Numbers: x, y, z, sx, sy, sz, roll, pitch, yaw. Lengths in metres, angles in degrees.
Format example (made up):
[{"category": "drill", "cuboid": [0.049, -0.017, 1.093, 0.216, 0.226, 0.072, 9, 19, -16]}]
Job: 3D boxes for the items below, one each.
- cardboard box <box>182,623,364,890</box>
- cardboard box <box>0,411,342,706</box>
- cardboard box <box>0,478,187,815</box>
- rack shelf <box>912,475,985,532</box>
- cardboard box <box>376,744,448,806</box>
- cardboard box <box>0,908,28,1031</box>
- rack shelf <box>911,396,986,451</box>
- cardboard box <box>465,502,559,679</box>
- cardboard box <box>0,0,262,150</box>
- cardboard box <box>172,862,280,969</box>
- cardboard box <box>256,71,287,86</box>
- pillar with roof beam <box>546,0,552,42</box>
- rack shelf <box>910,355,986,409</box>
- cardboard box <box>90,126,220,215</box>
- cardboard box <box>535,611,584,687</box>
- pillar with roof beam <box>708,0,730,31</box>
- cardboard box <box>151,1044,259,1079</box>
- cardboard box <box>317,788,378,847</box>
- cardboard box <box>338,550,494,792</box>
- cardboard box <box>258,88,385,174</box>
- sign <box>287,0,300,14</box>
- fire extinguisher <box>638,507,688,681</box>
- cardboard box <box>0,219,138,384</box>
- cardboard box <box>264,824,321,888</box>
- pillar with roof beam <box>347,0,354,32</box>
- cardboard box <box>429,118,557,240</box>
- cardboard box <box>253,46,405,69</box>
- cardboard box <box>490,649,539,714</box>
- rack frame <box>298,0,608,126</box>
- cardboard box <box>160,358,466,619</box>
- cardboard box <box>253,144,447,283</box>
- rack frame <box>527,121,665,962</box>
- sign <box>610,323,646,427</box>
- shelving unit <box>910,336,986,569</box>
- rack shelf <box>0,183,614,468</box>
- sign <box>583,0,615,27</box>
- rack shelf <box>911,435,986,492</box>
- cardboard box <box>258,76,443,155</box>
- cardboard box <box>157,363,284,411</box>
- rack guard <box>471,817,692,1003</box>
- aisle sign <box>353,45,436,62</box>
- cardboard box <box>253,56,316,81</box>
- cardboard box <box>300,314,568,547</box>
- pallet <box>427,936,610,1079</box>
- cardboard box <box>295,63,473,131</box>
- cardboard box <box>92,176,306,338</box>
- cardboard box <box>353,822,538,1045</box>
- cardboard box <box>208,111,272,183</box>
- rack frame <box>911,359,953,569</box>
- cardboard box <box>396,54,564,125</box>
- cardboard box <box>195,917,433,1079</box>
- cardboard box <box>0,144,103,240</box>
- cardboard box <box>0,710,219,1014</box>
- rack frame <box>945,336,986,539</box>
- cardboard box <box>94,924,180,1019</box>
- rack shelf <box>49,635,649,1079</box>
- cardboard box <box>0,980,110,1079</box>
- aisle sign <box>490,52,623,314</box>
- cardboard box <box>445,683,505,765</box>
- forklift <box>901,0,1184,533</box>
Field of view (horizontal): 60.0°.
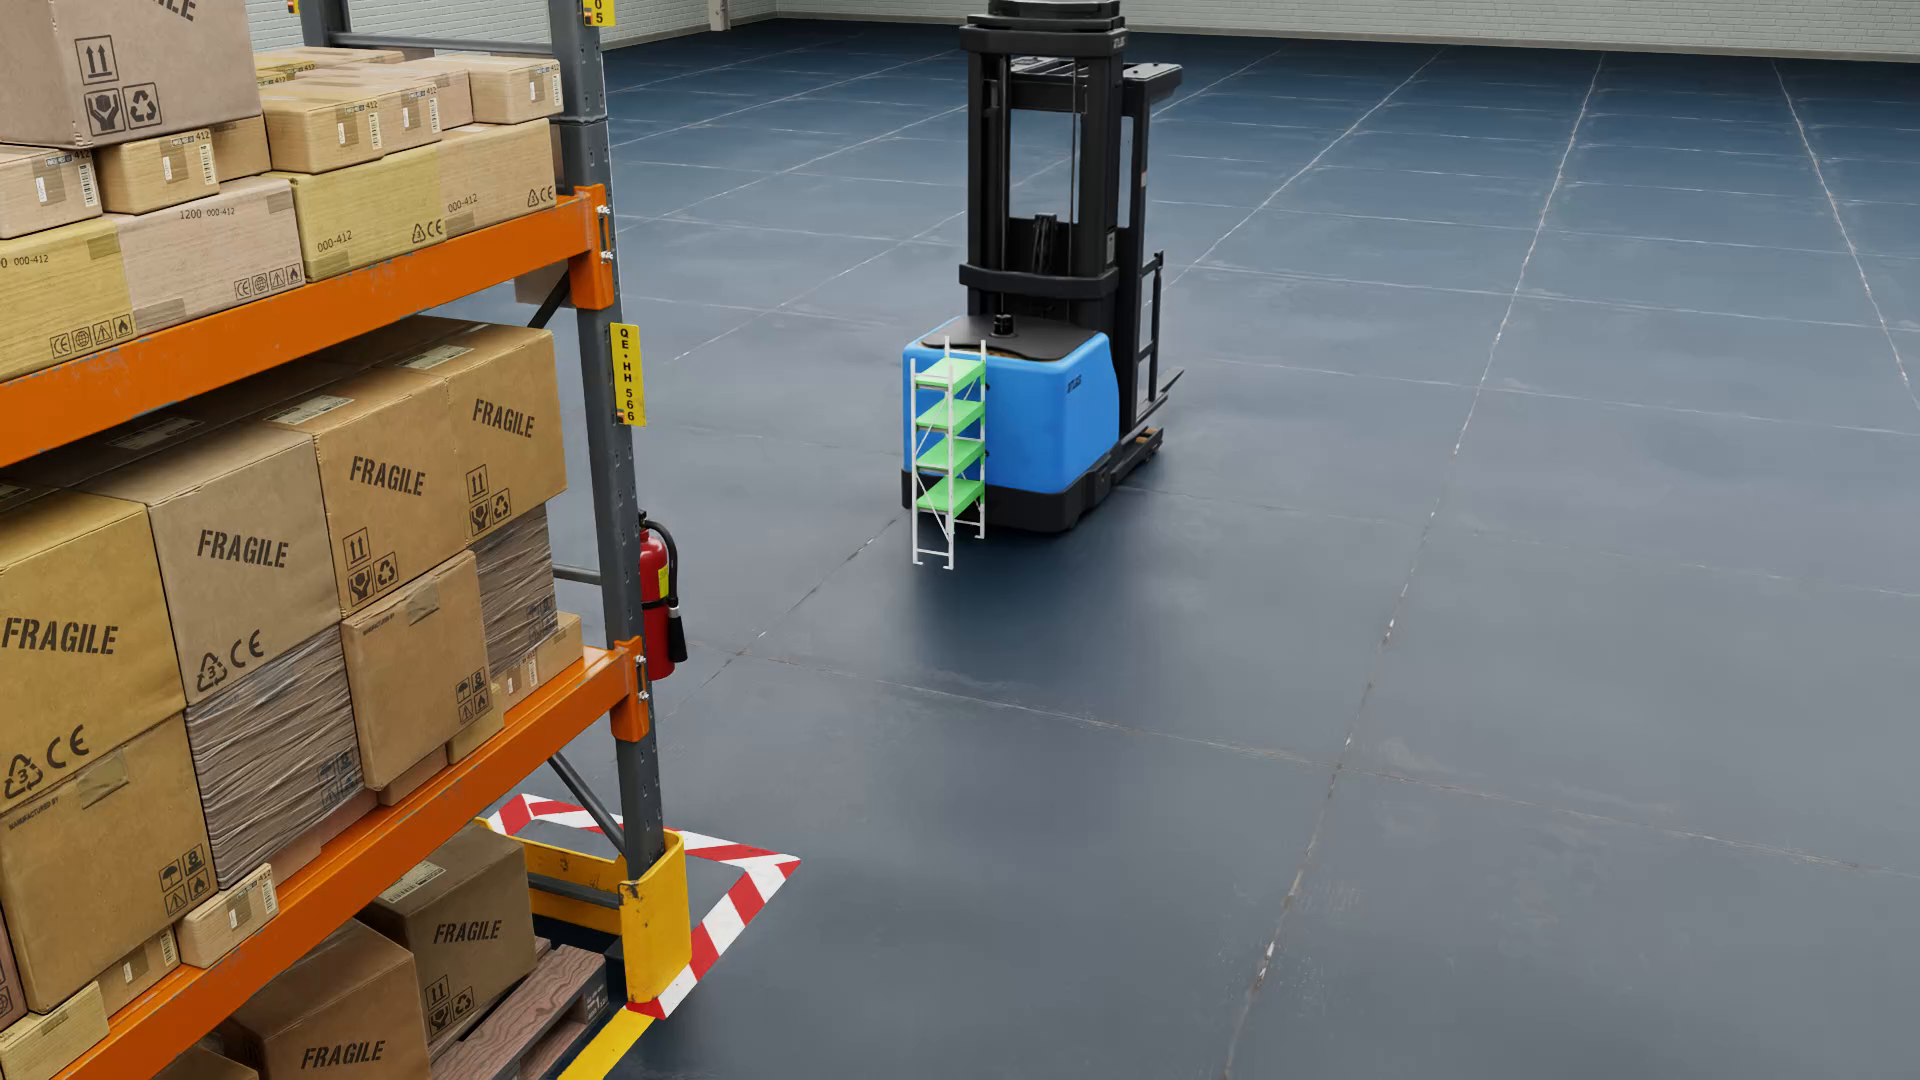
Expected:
[{"category": "cardboard box", "cuboid": [-2.070, 0.459, 4.243, 0.875, 0.500, 0.500, 9, 24, 20]}, {"category": "cardboard box", "cuboid": [-1.883, 0.027, 3.981, 0.500, 0.500, 0.500, 9, 24, 20]}, {"category": "cardboard box", "cuboid": [-2.077, 0.204, 3.556, 0.500, 0.500, 0.500, 9, 24, 20]}, {"category": "rack shelf", "cuboid": [-0.061, -0.214, 9.494, 0.258, 0.148, 0.480, 9, 24, 20]}, {"category": "cardboard box", "cuboid": [-1.700, 0.602, 4.743, 0.380, 0.149, 0.250, 9, 24, 20]}, {"category": "cardboard box", "cuboid": [-2.491, 0.810, 3.405, 0.875, 0.500, 0.500, 9, 24, 20]}, {"category": "rack shelf", "cuboid": [-0.061, -0.657, 9.309, 0.258, 0.148, 0.480, 9, 24, 20]}, {"category": "cardboard box", "cuboid": [-1.770, 0.090, 5.126, 0.875, 0.500, 0.500, 9, 24, 20]}, {"category": "cardboard box", "cuboid": [-1.881, -1.126, 3.499, 0.500, 0.500, 0.500, 9, 24, 20]}, {"category": "cardboard box", "cuboid": [-1.914, 0.880, 4.077, 0.380, 0.149, 0.250, 9, 24, 20]}, {"category": "cardboard box", "cuboid": [-2.023, -1.166, 4.434, 0.380, 0.149, 0.250, 8, 24, 19]}, {"category": "pillar with roof beam", "cuboid": [-3.535, -12.667, 28.401, 9.100, 9.000, 0.400, 9, 24, 20]}, {"category": "rack shelf", "cuboid": [-0.062, -0.878, 9.217, 0.258, 0.148, 0.480, 9, 24, 20]}, {"category": "cardboard box", "cuboid": [-1.844, -0.809, 3.581, 0.380, 0.149, 0.250, 8, 24, 17]}, {"category": "cardboard box", "cuboid": [-1.454, 0.328, 5.398, 0.380, 0.149, 0.250, 9, 24, 20]}, {"category": "pillar with roof beam", "cuboid": [-1.306, -14.815, 33.541, 9.100, 9.000, 0.400, 9, 24, 20]}, {"category": "cardboard box", "cuboid": [-2.228, 1.702, 4.482, 0.500, 0.500, 0.500, 11, 25, 25]}, {"category": "cardboard box", "cuboid": [-1.831, 0.685, 4.543, 0.380, 0.149, 0.250, 9, 24, 20]}, {"category": "cardboard box", "cuboid": [-1.844, 0.287, 4.657, 0.875, 0.500, 0.500, 9, 24, 20]}, {"category": "cardboard box", "cuboid": [-1.630, -0.991, 4.016, 0.380, 0.149, 0.250, 9, 24, 20]}, {"category": "sign", "cuboid": [-2.044, -1.784, 5.104, 0.100, 0.325, 0.005, 9, 24, 20]}, {"category": "fire extinguisher", "cuboid": [-1.070, 0.142, 5.620, 0.296, 0.674, 0.183, 9, 24, 20]}, {"category": "cardboard box", "cuboid": [-2.046, -0.483, 3.318, 0.500, 0.250, 0.500, 8, 24, 19]}, {"category": "cardboard box", "cuboid": [-1.903, 0.778, 4.321, 0.380, 0.149, 0.250, 9, 24, 20]}, {"category": "pillar with roof beam", "cuboid": [-5.763, -10.520, 23.261, 9.100, 9.000, 0.400, 9, 24, 20]}, {"category": "cardboard box", "cuboid": [-1.483, -1.025, 4.615, 0.500, 0.250, 0.500, 9, 24, 21]}, {"category": "cardboard box", "cuboid": [-1.857, -1.352, 4.882, 0.380, 0.149, 0.250, 9, 24, 20]}, {"category": "cardboard box", "cuboid": [-1.548, 0.418, 5.184, 0.380, 0.149, 0.250, 9, 24, 20]}, {"category": "rack frame", "cuboid": [-1.540, -2.687, 4.508, 1.000, 3.000, 0.127, 9, 24, 20]}, {"category": "cardboard box", "cuboid": [-1.695, -0.152, 4.409, 0.500, 0.500, 0.500, 9, 24, 20]}, {"category": "cardboard box", "cuboid": [-1.666, -0.846, 4.186, 0.500, 0.250, 0.500, 9, 24, 20]}, {"category": "rack frame", "cuboid": [-1.540, 0.081, 5.664, 1.000, 3.000, 0.127, 9, 24, 20]}, {"category": "sign", "cuboid": [-1.032, -0.513, 5.173, 0.100, 0.325, 0.005, 9, 24, 20]}, {"category": "shelving unit", "cuboid": [-0.061, -0.494, 9.377, 0.258, 1.200, 0.503, 9, 24, 20]}, {"category": "rack shelf", "cuboid": [-2.283, -0.256, 3.512, 1.077, 0.370, 4.000, 9, 24, 20]}, {"category": "sign", "cuboid": [-1.032, -1.625, 4.708, 0.100, 0.325, 0.005, 9, 24, 20]}, {"category": "rack shelf", "cuboid": [-0.061, -0.435, 9.402, 0.258, 0.148, 0.480, 9, 24, 20]}, {"category": "cardboard box", "cuboid": [-1.559, -1.084, 4.239, 0.380, 0.149, 0.250, 8, 24, 18]}, {"category": "cardboard box", "cuboid": [-2.190, -0.228, 4.591, 0.500, 0.500, 0.500, 9, 24, 20]}, {"category": "rack guard", "cuboid": [-1.568, 1.262, 6.081, 1.175, 0.500, 0.348, 9, 24, 20]}, {"category": "aisle sign", "cuboid": [-1.796, -1.184, 5.319, 0.394, 0.787, 0.004, 9, 24, 20]}, {"category": "cardboard box", "cuboid": [-2.043, -1.274, 4.693, 0.380, 0.149, 0.250, 9, 24, 21]}, {"category": "cardboard box", "cuboid": [-1.515, -0.332, 4.839, 0.500, 0.500, 0.500, 9, 24, 20]}, {"category": "pallet", "cuboid": [-1.903, 1.680, 5.453, 1.003, 0.211, 1.213, 9, 24, 20]}, {"category": "cardboard box", "cuboid": [-1.559, -1.198, 4.511, 0.380, 0.149, 0.250, 8, 24, 18]}, {"category": "cardboard box", "cuboid": [-1.864, -0.664, 3.750, 0.500, 0.250, 0.500, 9, 24, 21]}, {"category": "cardboard box", "cuboid": [-1.788, 1.262, 5.536, 0.500, 0.500, 0.500, 14, 26, 30]}, {"category": "cardboard box", "cuboid": [-1.838, -0.920, 3.846, 0.380, 0.149, 0.250, 9, 24, 21]}, {"category": "rack frame", "cuboid": [-0.152, -0.407, 9.168, 0.240, 1.200, 0.015, 9, 24, 20]}, {"category": "cardboard box", "cuboid": [-1.354, -1.274, 4.694, 0.380, 0.149, 0.250, 9, 24, 20]}, {"category": "cardboard box", "cuboid": [-1.978, 1.480, 5.012, 0.500, 0.500, 0.500, 16, 28, 34]}, {"category": "cardboard box", "cuboid": [-1.989, -0.718, 3.363, 0.380, 0.149, 0.250, 7, 24, 17]}, {"category": "cardboard box", "cuboid": [-2.267, 0.637, 3.819, 0.875, 0.500, 0.500, 9, 24, 20]}, {"category": "rack frame", "cuboid": [0.029, -0.582, 9.586, 0.240, 1.200, 0.015, 9, 24, 20]}, {"category": "cardboard box", "cuboid": [-2.071, 0.960, 3.887, 0.380, 0.149, 0.250, 9, 24, 20]}, {"category": "rack shelf", "cuboid": [-2.283, 1.129, 4.090, 1.077, 0.370, 4.000, 9, 24, 20]}, {"category": "cardboard box", "cuboid": [-2.122, 1.056, 3.657, 0.380, 0.149, 0.250, 9, 24, 20]}, {"category": "aisle sign", "cuboid": [-1.239, -1.098, 5.114, 0.394, 0.787, 0.004, 9, 24, 20]}, {"category": "cardboard box", "cuboid": [-1.593, 0.515, 4.952, 0.380, 0.149, 0.250, 9, 24, 20]}, {"category": "forklift", "cuboid": [0.714, -1.928, 10.564, 1.130, 2.935, 3.031, 10, 25, 22]}]
